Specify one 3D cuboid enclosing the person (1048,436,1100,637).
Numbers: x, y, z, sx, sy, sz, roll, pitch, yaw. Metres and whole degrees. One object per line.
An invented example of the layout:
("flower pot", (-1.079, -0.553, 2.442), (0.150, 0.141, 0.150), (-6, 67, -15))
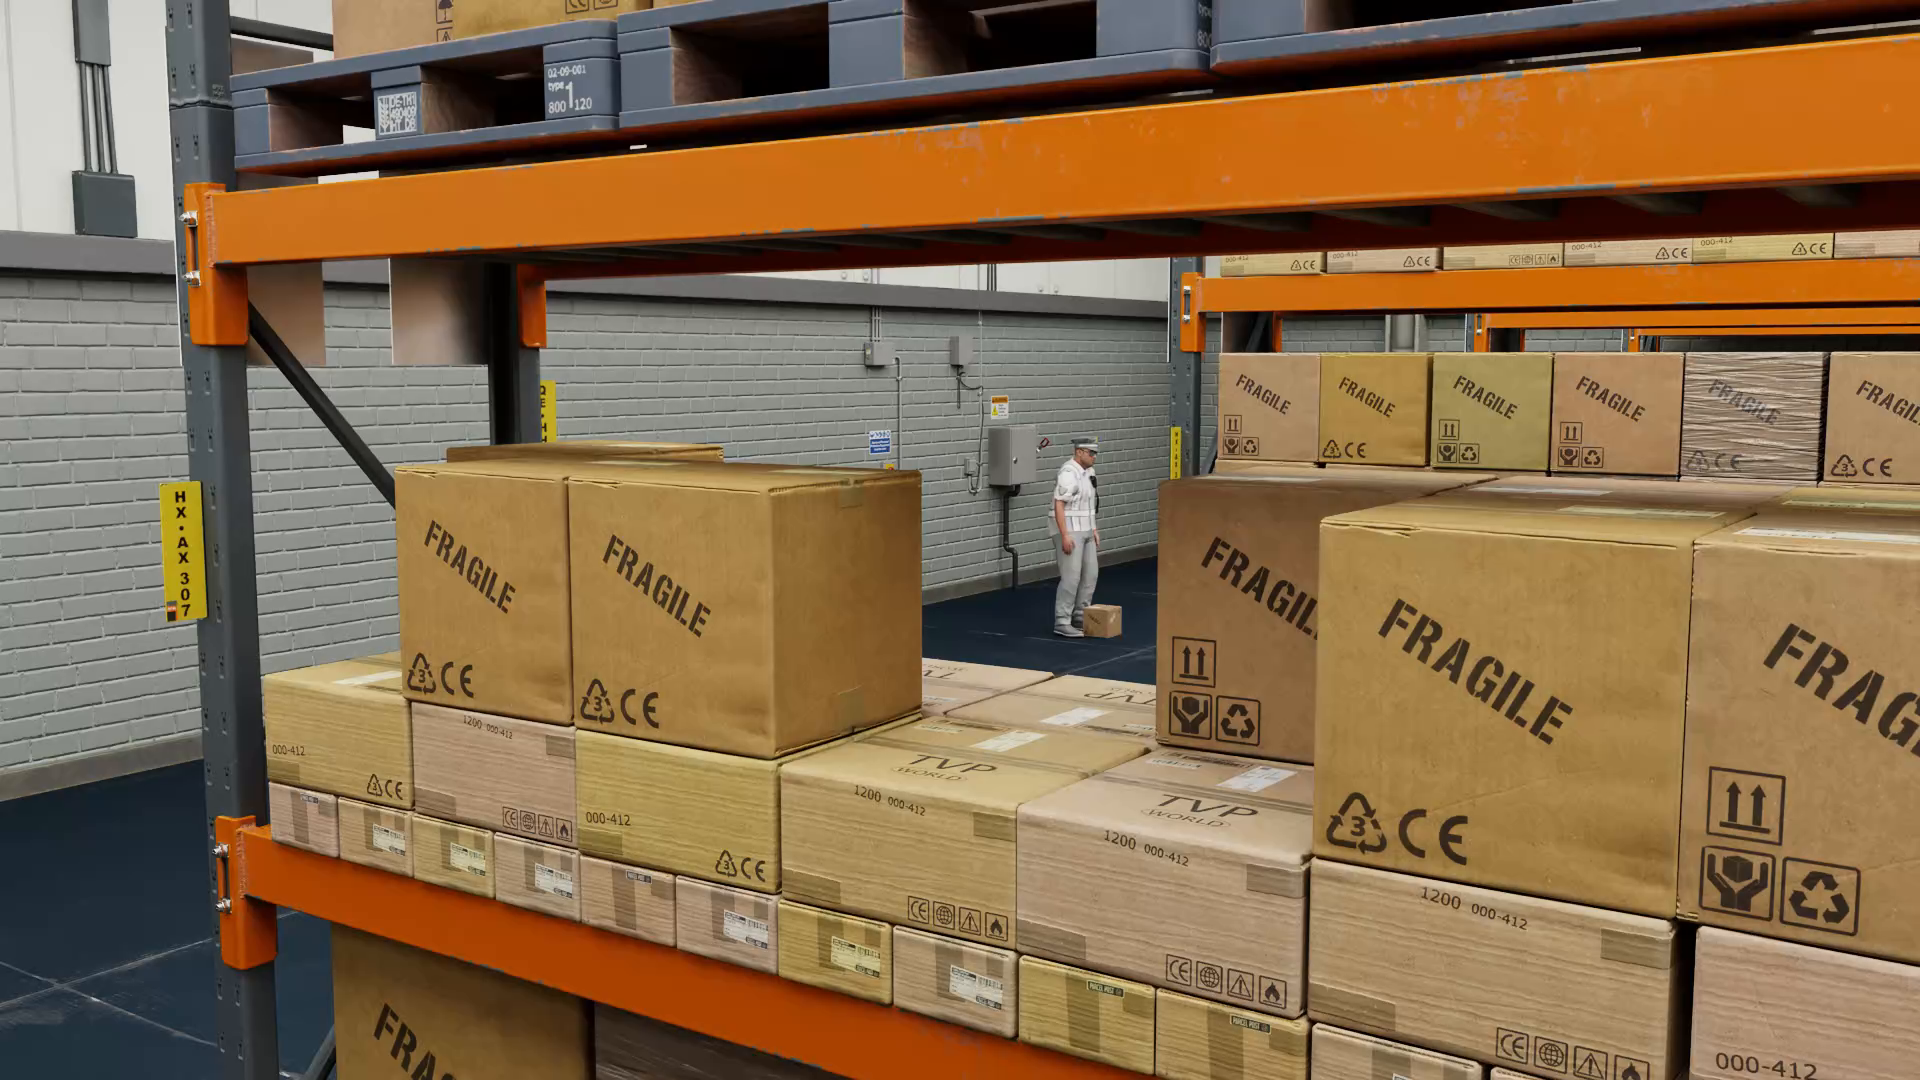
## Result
("person", (1.032, -0.048, 14.673), (0.465, 1.749, 0.585), (4, 8, 34))
